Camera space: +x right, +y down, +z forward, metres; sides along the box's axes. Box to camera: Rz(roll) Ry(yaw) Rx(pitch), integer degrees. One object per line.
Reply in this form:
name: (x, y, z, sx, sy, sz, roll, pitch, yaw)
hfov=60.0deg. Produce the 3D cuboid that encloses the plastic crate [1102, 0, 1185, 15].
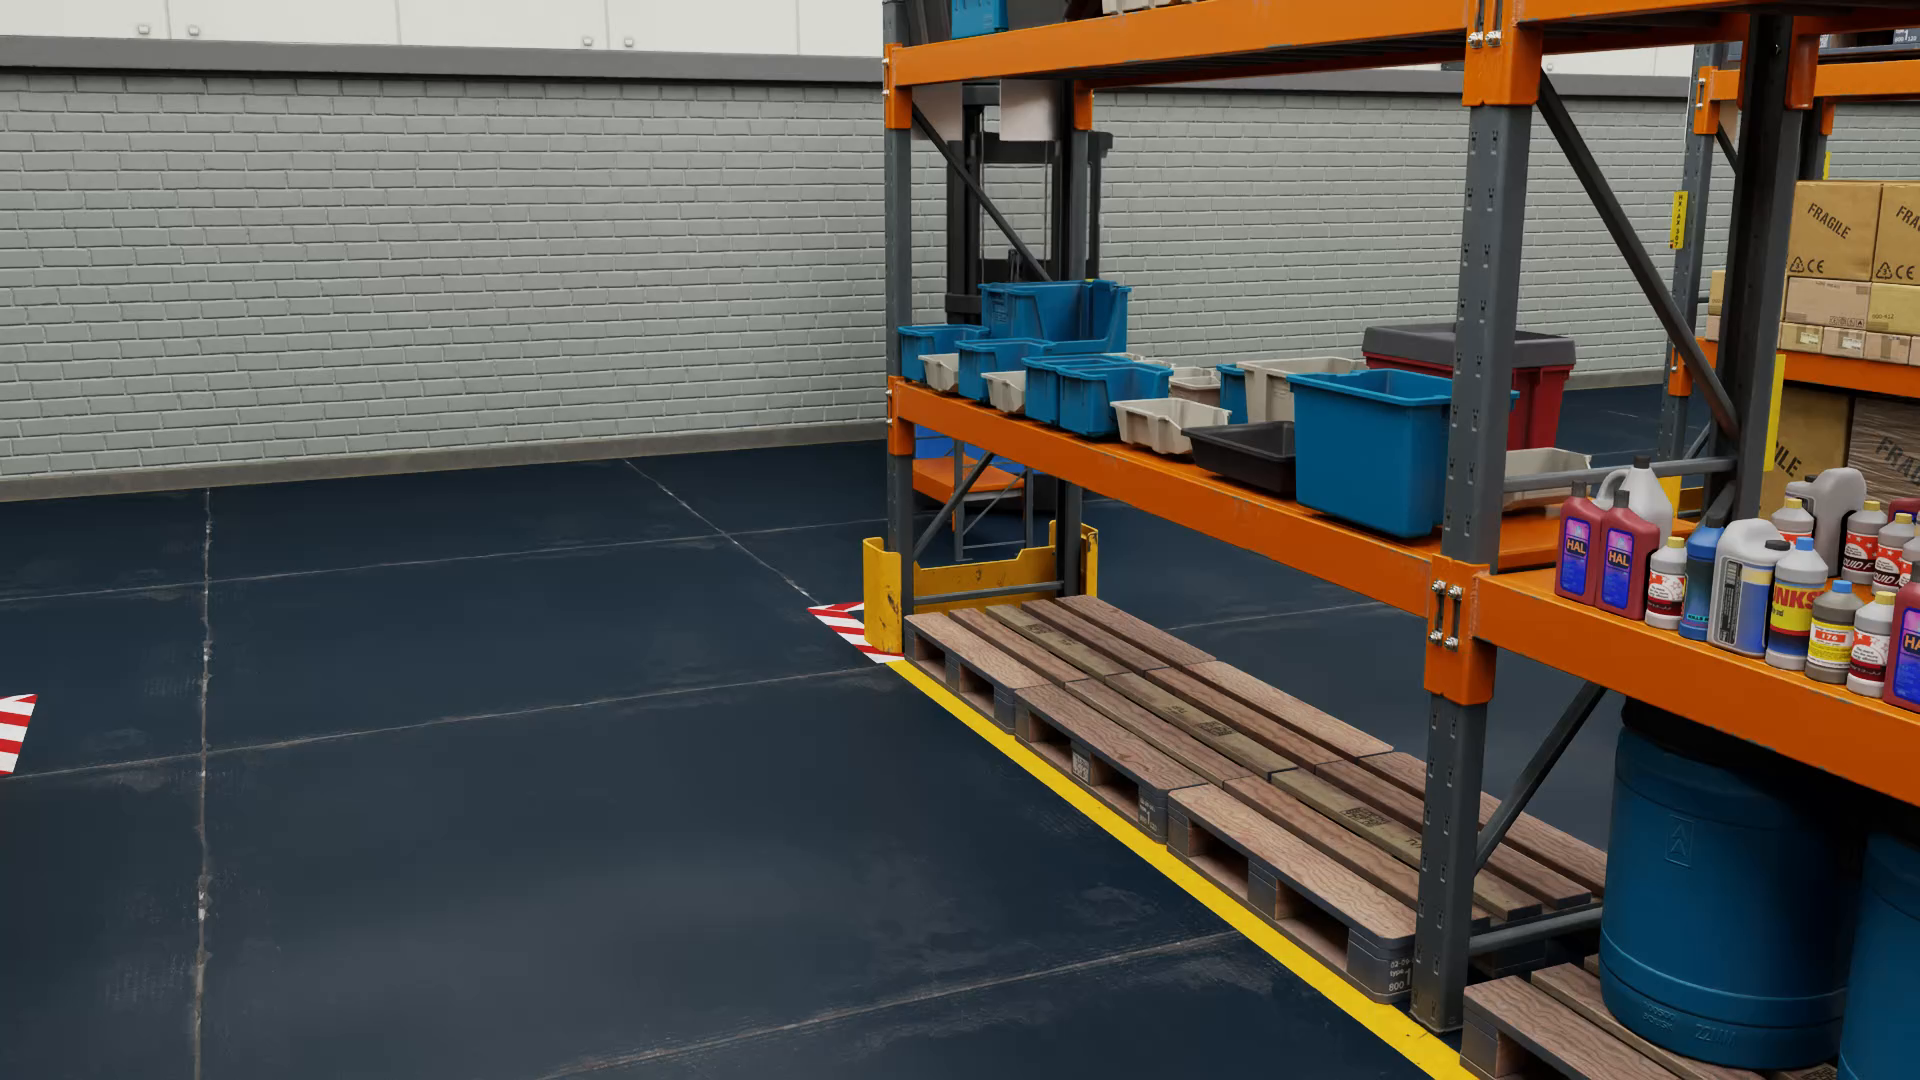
plastic crate: (0.735, -1.910, 5.582, 0.437, 0.282, 0.530, -6, 14, -23)

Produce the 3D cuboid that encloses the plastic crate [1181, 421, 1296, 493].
plastic crate: (1.038, -0.268, 5.354, 0.437, 0.125, 0.590, -6, 14, -23)

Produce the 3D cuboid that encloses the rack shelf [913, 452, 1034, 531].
rack shelf: (-0.003, -0.311, 10.304, 0.538, 0.278, 1.000, -6, 14, -23)

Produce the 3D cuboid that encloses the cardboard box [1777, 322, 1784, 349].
cardboard box: (4.612, -1.162, 9.293, 0.380, 0.149, 0.250, -6, 14, -24)

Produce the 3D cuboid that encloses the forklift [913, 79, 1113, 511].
forklift: (0.497, -1.901, 12.083, 1.130, 2.935, 3.031, 3, 13, 12)

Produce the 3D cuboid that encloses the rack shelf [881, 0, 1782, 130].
rack shelf: (0.932, -1.690, 5.964, 1.077, 0.370, 4.000, -6, 14, -23)

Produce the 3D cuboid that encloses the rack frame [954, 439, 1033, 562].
rack frame: (0.201, -0.444, 9.795, 0.500, 1.125, 0.032, -6, 14, -23)

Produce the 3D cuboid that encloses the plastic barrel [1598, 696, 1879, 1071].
plastic barrel: (1.935, 0.765, 4.132, 0.600, 0.901, 0.708, -6, 14, -23)

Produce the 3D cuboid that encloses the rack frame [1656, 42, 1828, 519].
rack frame: (4.669, -1.440, 9.939, 1.000, 3.000, 0.127, -6, 14, -23)

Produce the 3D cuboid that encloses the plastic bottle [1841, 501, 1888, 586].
plastic bottle: (2.258, 0.004, 4.139, 0.097, 0.201, 0.097, 0, 13, 0)

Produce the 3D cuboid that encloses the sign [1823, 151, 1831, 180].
sign: (5.171, -2.166, 9.981, 0.100, 0.325, 0.005, -6, 14, -23)

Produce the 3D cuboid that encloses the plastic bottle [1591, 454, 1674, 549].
plastic bottle: (1.593, -0.032, 3.964, 0.144, 0.351, 0.185, -6, 14, -23)

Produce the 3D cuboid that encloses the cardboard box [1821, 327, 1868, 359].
cardboard box: (4.821, -1.055, 8.832, 0.380, 0.149, 0.250, -6, 14, -24)

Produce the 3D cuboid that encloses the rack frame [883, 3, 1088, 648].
rack frame: (0.130, -0.993, 8.006, 1.000, 3.000, 0.127, -6, 14, -23)

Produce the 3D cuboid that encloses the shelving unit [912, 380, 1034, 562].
shelving unit: (-0.003, -0.549, 10.249, 0.538, 1.125, 1.048, -6, 14, -23)

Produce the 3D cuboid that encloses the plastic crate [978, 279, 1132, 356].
plastic crate: (0.436, -0.987, 7.769, 0.616, 0.435, 0.499, -6, 14, -23)

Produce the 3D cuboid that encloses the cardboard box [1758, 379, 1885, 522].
cardboard box: (4.998, -0.484, 9.591, 0.875, 0.875, 0.875, -6, 14, -23)

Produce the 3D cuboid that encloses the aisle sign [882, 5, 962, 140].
aisle sign: (-0.171, -2.247, 7.661, 0.394, 0.787, 0.004, -6, 14, -23)

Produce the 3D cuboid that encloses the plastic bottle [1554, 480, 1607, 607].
plastic bottle: (1.489, 0.005, 3.955, 0.061, 0.283, 0.133, -6, 14, -23)

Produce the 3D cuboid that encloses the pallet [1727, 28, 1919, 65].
pallet: (4.975, -2.706, 8.953, 1.003, 0.211, 1.213, -6, 14, -23)

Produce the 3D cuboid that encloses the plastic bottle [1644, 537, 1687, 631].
plastic bottle: (1.605, 0.095, 3.749, 0.097, 0.201, 0.097, 0, 13, 0)

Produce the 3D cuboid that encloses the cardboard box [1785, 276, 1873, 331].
cardboard box: (4.828, -1.281, 8.927, 0.500, 0.250, 0.500, -6, 14, -24)

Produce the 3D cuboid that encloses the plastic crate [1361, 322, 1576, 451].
plastic crate: (1.605, -0.434, 5.316, 0.402, 0.464, 0.583, -6, 14, -23)

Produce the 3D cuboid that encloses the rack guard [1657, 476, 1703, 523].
rack guard: (4.659, -0.227, 10.242, 1.175, 0.500, 0.348, -6, 14, -23)

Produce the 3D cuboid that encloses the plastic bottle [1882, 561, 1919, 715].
plastic bottle: (1.844, 0.188, 3.162, 0.061, 0.283, 0.133, -6, 14, -23)

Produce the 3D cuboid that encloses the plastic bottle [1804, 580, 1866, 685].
plastic bottle: (1.776, 0.183, 3.368, 0.097, 0.201, 0.097, 0, 13, 0)

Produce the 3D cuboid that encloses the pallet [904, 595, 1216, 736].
pallet: (0.425, 0.540, 7.569, 1.003, 0.211, 1.213, -6, 14, -23)

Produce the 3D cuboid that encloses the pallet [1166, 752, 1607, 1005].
pallet: (1.403, 1.044, 5.391, 1.003, 0.211, 1.213, -6, 14, -23)

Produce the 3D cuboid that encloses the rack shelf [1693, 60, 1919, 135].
rack shelf: (5.470, -2.138, 7.897, 1.077, 0.370, 4.000, -6, 14, -23)

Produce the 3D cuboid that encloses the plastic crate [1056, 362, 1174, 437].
plastic crate: (0.575, -0.525, 6.226, 0.416, 0.233, 0.300, -6, 14, -23)

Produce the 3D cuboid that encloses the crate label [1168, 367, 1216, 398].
crate label: (0.860, -0.625, 6.868, 0.396, 0.136, 0.243, -6, 14, -23)

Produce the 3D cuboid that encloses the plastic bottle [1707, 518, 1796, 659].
plastic bottle: (1.716, 0.100, 3.561, 0.152, 0.276, 0.135, -6, 14, -23)

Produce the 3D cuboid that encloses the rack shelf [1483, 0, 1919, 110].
rack shelf: (2.534, -0.864, 2.393, 1.077, 0.370, 4.000, -6, 14, -23)

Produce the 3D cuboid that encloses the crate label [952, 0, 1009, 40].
crate label: (0.204, -2.162, 6.735, 0.408, 0.251, 0.502, -6, 14, -23)

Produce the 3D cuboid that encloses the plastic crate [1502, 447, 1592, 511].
plastic crate: (1.677, -0.176, 4.930, 0.396, 0.136, 0.243, -6, 14, -23)

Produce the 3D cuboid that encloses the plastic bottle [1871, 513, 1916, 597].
plastic bottle: (2.256, 0.037, 3.997, 0.097, 0.201, 0.097, 0, 13, 0)

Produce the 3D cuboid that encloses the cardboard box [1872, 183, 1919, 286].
cardboard box: (5.027, -1.544, 8.398, 0.500, 0.500, 0.500, -6, 14, -24)

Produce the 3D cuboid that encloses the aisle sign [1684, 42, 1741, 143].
aisle sign: (4.365, -2.694, 9.593, 0.394, 0.787, 0.004, -6, 14, -23)

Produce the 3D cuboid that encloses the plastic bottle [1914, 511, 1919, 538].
plastic bottle: (2.333, 0.022, 3.898, 0.152, 0.276, 0.135, -6, 14, -23)

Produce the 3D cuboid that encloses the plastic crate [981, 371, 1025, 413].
plastic crate: (0.252, -0.599, 6.756, 0.250, 0.136, 0.298, -6, 14, -23)

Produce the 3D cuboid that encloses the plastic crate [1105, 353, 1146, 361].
plastic crate: (0.623, -0.741, 7.372, 0.396, 0.136, 0.243, -6, 14, -23)

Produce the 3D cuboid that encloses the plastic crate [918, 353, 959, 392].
plastic crate: (-0.020, -0.739, 7.362, 0.250, 0.136, 0.298, -6, 14, -23)

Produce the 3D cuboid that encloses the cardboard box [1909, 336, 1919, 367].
cardboard box: (5.026, -0.949, 8.375, 0.380, 0.149, 0.250, -6, 14, -24)

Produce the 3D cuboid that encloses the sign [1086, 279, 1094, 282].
sign: (0.628, -1.125, 8.217, 0.100, 0.325, 0.005, -6, 14, -23)

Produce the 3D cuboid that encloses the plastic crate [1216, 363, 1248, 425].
plastic crate: (1.188, -0.539, 6.285, 0.416, 0.233, 0.300, -6, 14, -23)
